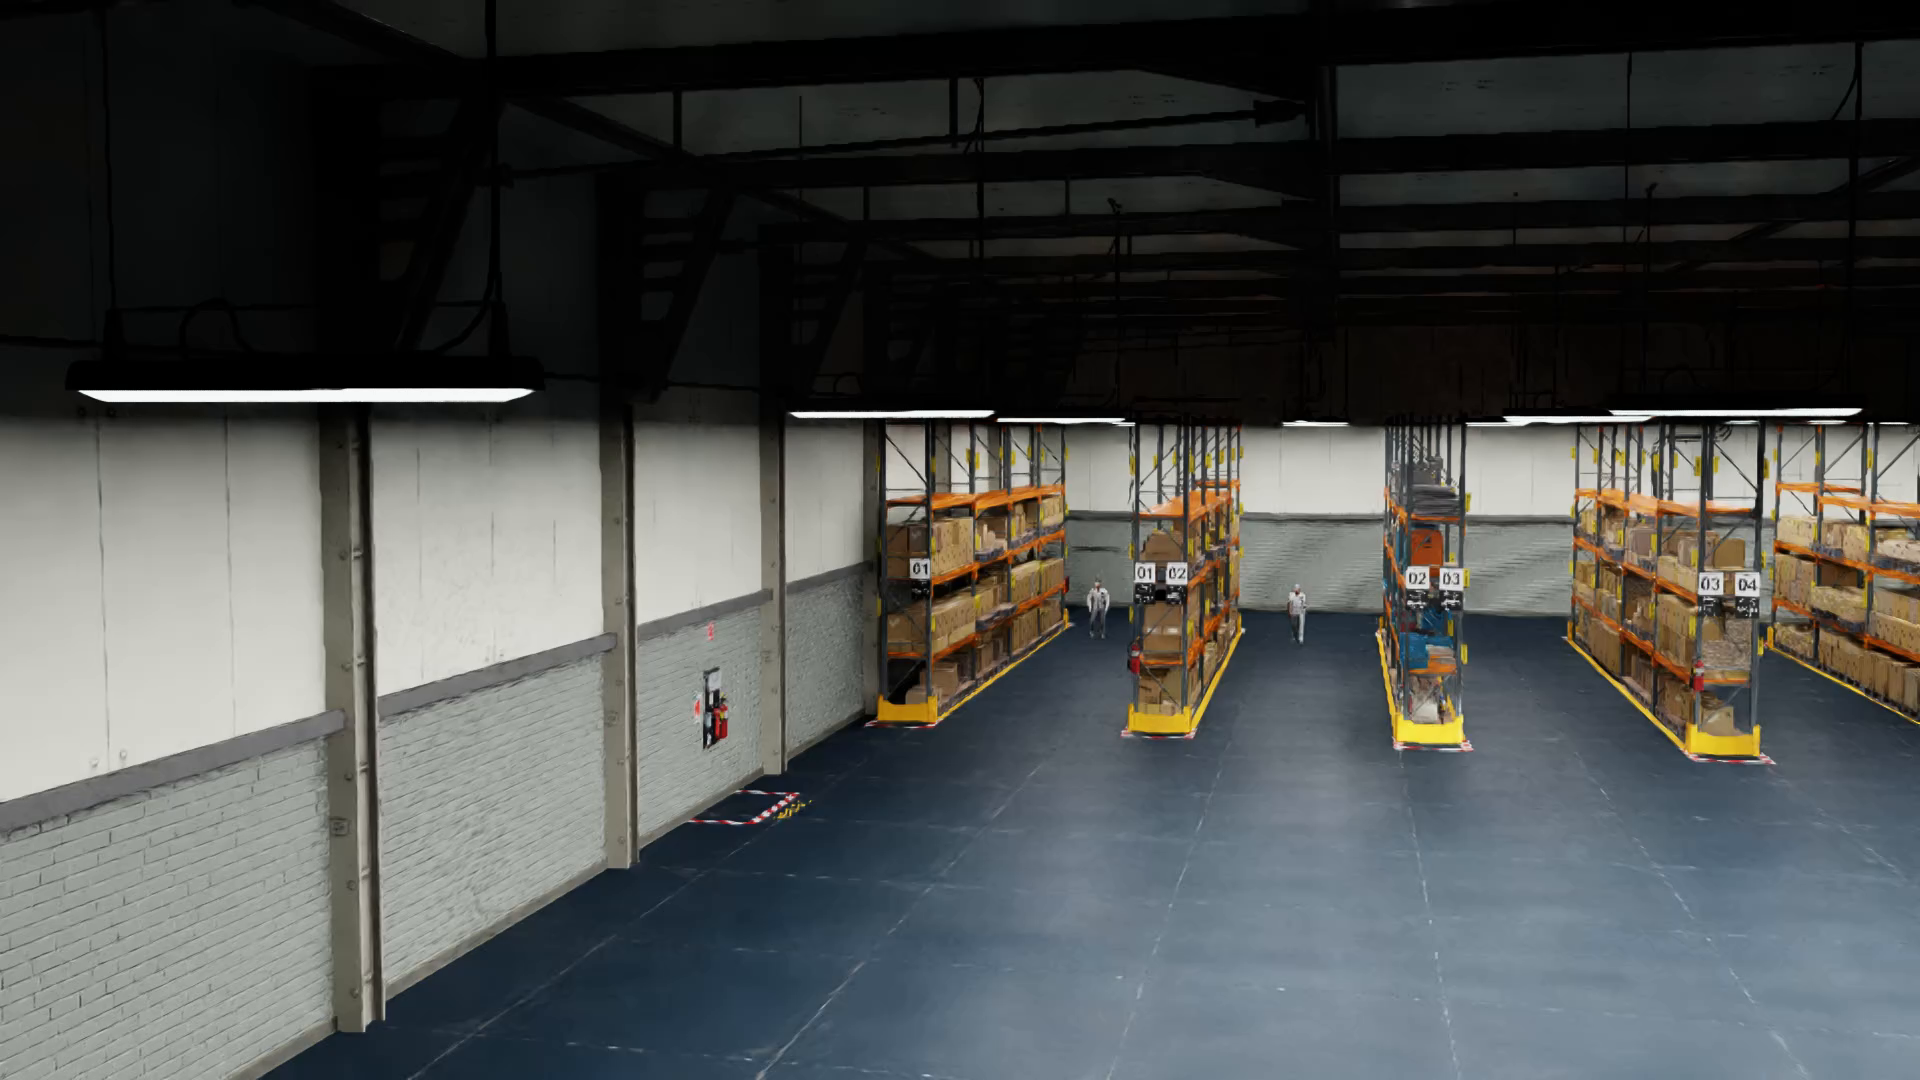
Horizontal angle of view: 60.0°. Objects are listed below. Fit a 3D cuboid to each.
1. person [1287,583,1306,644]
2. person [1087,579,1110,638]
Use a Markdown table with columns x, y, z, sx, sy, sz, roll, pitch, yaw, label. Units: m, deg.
| x | y | z | sx | sy | sz | roll | pitch | yaw | label |
| --- | --- | --- | --- | --- | --- | --- | --- | --- | --- |
| 8.933 | 1.931 | 44.113 | 0.499 | 1.578 | 1.079 | 1 | 4 | 15 | person |
| 3.765 | 1.853 | 45.287 | 0.639 | 1.632 | 0.512 | 1 | 4 | 10 | person |
